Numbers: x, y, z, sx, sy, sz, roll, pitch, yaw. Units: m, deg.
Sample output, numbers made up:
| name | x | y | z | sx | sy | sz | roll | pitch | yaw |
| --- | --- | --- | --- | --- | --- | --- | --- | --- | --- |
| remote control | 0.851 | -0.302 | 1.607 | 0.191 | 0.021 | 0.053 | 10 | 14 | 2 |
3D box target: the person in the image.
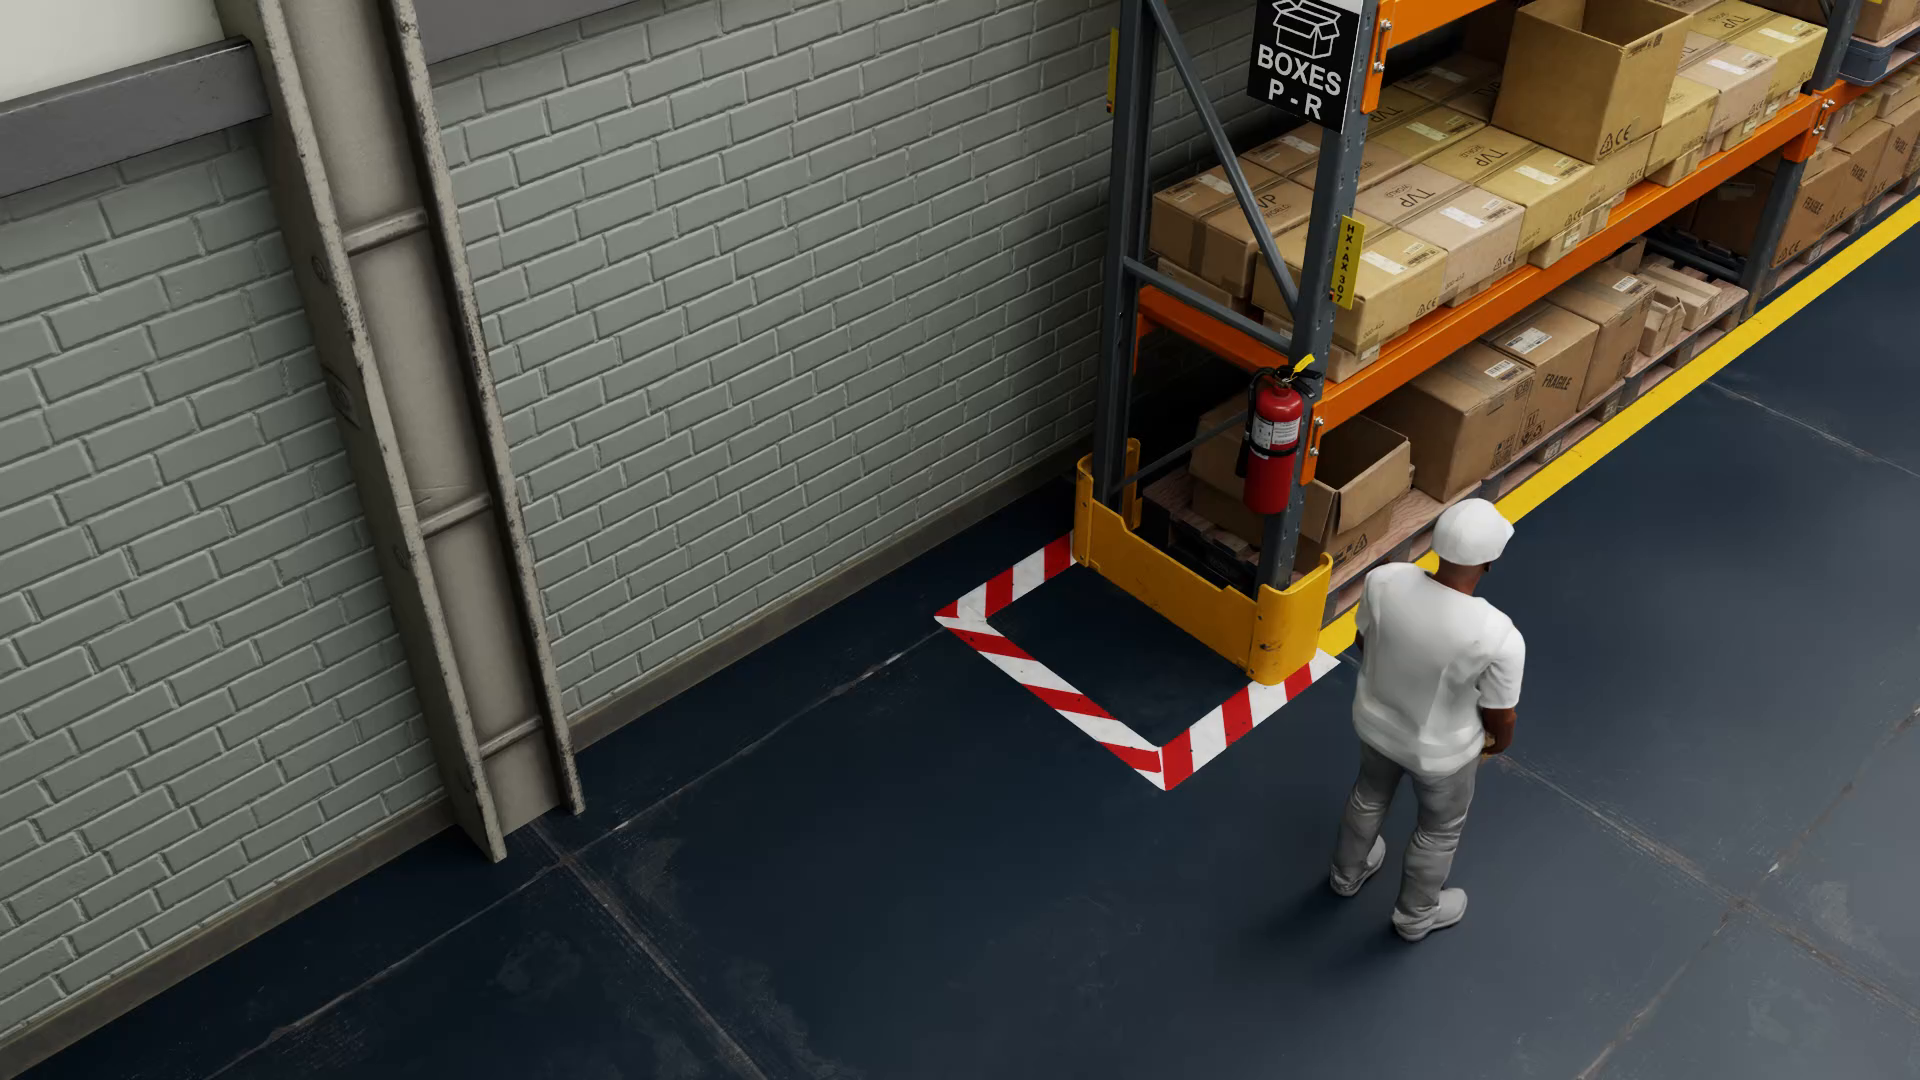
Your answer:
| name | x | y | z | sx | sy | sz | roll | pitch | yaw |
| --- | --- | --- | --- | --- | --- | --- | --- | --- | --- |
| person | 1.508 | 0.594 | 5.418 | 0.434 | 1.767 | 0.580 | -31 | 49 | -32 |
